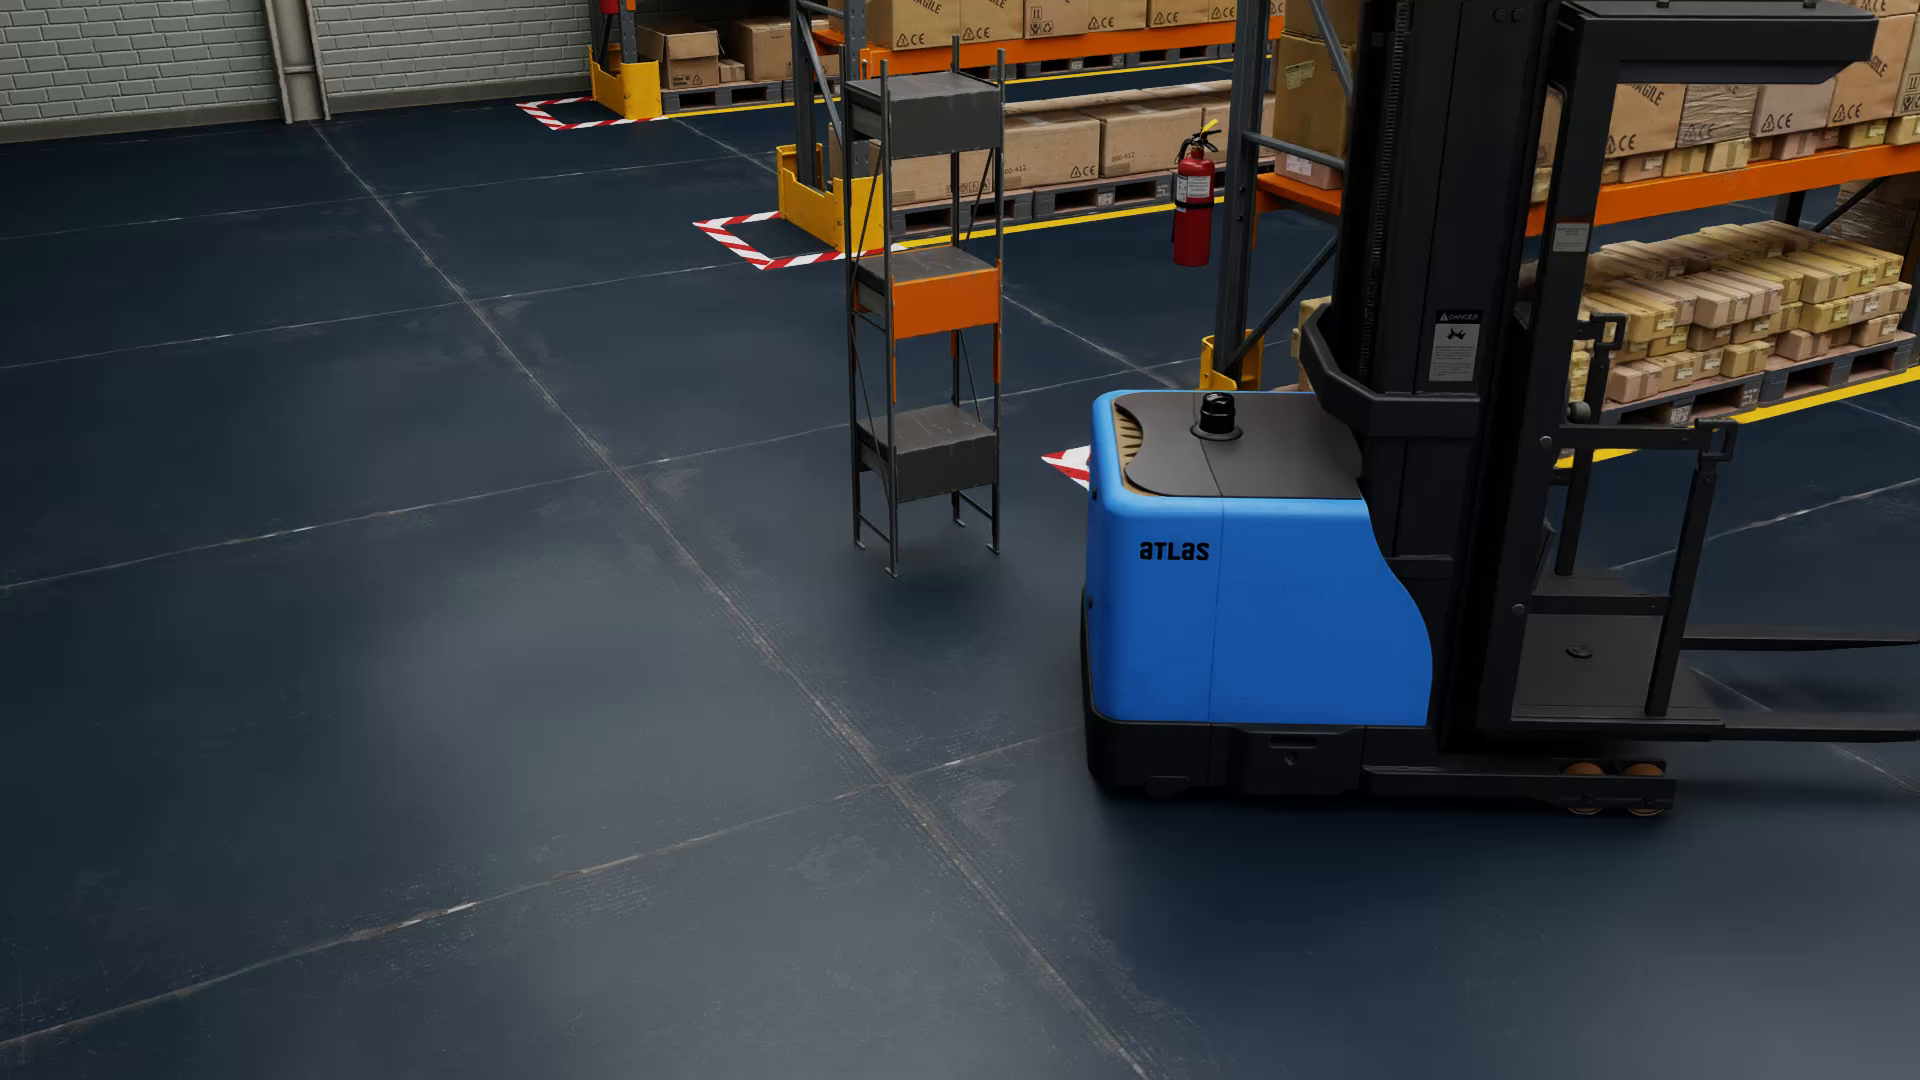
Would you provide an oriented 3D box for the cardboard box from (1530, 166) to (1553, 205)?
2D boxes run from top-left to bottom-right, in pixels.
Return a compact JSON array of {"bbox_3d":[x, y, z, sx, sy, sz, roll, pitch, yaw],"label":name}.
[{"bbox_3d":[2.429,-1.614,7.437,0.250,0.149,0.380,-14,29,-27],"label":"cardboard box"}]

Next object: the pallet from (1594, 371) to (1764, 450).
[{"bbox_3d":[3.397,-0.842,8.760,1.213,0.211,1.003,-13,29,-25],"label":"pallet"}]

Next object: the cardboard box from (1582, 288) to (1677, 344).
[{"bbox_3d":[3.296,-1.110,8.217,0.250,0.149,0.380,-13,28,-24],"label":"cardboard box"}]

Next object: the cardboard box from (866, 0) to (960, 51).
[{"bbox_3d":[-0.338,-3.588,11.142,0.500,0.500,0.500,-13,29,-25],"label":"cardboard box"}]

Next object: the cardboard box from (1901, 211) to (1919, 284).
[{"bbox_3d":[5.828,-1.611,9.543,0.500,0.500,0.500,-12,28,-23],"label":"cardboard box"}]

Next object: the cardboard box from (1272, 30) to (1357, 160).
[{"bbox_3d":[1.797,-2.054,7.603,0.500,0.500,0.500,-12,28,-24],"label":"cardboard box"}]

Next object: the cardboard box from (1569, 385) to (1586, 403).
[{"bbox_3d":[2.820,-0.721,8.096,0.250,0.149,0.380,-13,28,-24],"label":"cardboard box"}]

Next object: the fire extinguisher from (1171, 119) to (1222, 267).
[{"bbox_3d":[1.082,-1.607,7.651,0.183,0.674,0.296,-13,29,-25],"label":"fire extinguisher"}]

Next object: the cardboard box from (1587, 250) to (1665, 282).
[{"bbox_3d":[3.495,-1.408,8.837,0.250,0.149,0.380,-14,29,-27],"label":"cardboard box"}]

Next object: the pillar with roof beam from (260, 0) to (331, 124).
[{"bbox_3d":[-4.013,-6.305,9.985,0.400,9.000,9.100,-13,29,-25],"label":"pillar with roof beam"}]

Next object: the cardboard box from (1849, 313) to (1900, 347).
[{"bbox_3d":[4.865,-1.194,9.079,0.250,0.149,0.380,-13,28,-24],"label":"cardboard box"}]

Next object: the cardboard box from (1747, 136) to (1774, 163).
[{"bbox_3d":[3.755,-1.972,8.181,0.250,0.149,0.380,-13,29,-26],"label":"cardboard box"}]

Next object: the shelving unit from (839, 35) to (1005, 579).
[{"bbox_3d":[-0.146,-0.913,6.725,0.503,2.100,0.431,-13,29,-25],"label":"shelving unit"}]

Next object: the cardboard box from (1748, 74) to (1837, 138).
[{"bbox_3d":[3.859,-2.266,8.045,0.500,0.500,0.500,-13,29,-25],"label":"cardboard box"}]

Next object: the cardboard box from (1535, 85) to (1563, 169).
[{"bbox_3d":[2.508,-1.969,7.426,0.500,0.500,0.500,-13,29,-25],"label":"cardboard box"}]

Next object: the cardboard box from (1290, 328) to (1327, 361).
[{"bbox_3d":[1.853,-0.940,8.206,0.250,0.149,0.380,-14,29,-26],"label":"cardboard box"}]

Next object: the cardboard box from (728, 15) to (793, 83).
[{"bbox_3d":[-1.879,-4.760,16.101,0.500,0.500,0.700,-12,28,-23],"label":"cardboard box"}]

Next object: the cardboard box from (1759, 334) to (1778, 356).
[{"bbox_3d":[4.104,-1.087,8.857,0.250,0.149,0.380,-14,29,-26],"label":"cardboard box"}]

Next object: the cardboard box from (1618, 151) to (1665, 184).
[{"bbox_3d":[3.075,-1.805,7.834,0.250,0.149,0.380,-14,29,-26],"label":"cardboard box"}]

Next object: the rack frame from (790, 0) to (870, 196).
[{"bbox_3d":[-0.897,-3.555,11.188,0.127,3.000,1.000,-13,29,-25],"label":"rack frame"}]

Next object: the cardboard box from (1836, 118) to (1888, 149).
[{"bbox_3d":[4.469,-2.113,8.476,0.250,0.149,0.380,-12,28,-23],"label":"cardboard box"}]

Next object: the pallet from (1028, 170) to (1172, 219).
[{"bbox_3d":[0.847,-2.737,12.707,1.213,0.211,1.003,-13,29,-25],"label":"pallet"}]

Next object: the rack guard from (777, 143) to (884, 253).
[{"bbox_3d":[-0.918,-2.423,11.719,0.348,0.500,1.175,-13,29,-25],"label":"rack guard"}]

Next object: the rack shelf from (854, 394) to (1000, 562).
[{"bbox_3d":[-0.146,-0.270,7.034,0.480,0.518,0.431,-13,29,-25],"label":"rack shelf"}]

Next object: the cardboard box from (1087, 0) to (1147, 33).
[{"bbox_3d":[0.986,-3.907,11.806,0.500,0.500,0.500,-12,28,-23],"label":"cardboard box"}]

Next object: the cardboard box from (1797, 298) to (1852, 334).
[{"bbox_3d":[4.462,-1.231,8.813,0.250,0.149,0.380,-14,29,-27],"label":"cardboard box"}]

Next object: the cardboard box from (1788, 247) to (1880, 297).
[{"bbox_3d":[4.653,-1.433,8.890,0.250,0.149,0.380,-13,28,-24],"label":"cardboard box"}]

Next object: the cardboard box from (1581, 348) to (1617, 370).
[{"bbox_3d":[3.014,-0.951,8.230,0.250,0.149,0.380,-14,29,-28],"label":"cardboard box"}]

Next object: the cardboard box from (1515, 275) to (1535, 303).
[{"bbox_3d":[2.756,-1.297,8.607,0.250,0.149,0.380,-12,28,-23],"label":"cardboard box"}]

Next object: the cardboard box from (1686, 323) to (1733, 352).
[{"bbox_3d":[3.733,-1.111,8.564,0.250,0.149,0.380,-14,29,-28],"label":"cardboard box"}]

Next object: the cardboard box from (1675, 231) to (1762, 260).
[{"bbox_3d":[4.179,-1.577,9.190,0.250,0.149,0.380,-13,29,-26],"label":"cardboard box"}]

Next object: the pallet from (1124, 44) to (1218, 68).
[{"bbox_3d":[2.071,-5.438,18.332,1.213,0.211,1.003,-13,29,-25],"label":"pallet"}]

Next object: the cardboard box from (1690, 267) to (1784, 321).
[{"bbox_3d":[3.975,-1.266,8.542,0.250,0.149,0.380,-15,29,-28],"label":"cardboard box"}]

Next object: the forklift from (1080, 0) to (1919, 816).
[{"bbox_3d":[1.953,-0.662,5.243,3.031,2.935,1.130,1,26,2],"label":"forklift"}]

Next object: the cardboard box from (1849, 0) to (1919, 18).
[{"bbox_3d":[4.310,-2.823,8.050,0.500,0.500,0.500,-14,29,-27],"label":"cardboard box"}]

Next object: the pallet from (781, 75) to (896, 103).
[{"bbox_3d":[-1.391,-4.617,16.624,1.213,0.211,1.003,-13,29,-25],"label":"pallet"}]

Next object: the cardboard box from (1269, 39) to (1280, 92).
[{"bbox_3d":[3.142,-3.758,13.581,0.875,0.875,0.875,-12,28,-24],"label":"cardboard box"}]

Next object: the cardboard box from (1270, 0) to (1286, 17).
[{"bbox_3d":[2.344,-4.222,12.463,0.500,0.500,0.500,-13,28,-25],"label":"cardboard box"}]

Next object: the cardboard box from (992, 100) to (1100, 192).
[{"bbox_3d":[0.442,-2.951,12.406,0.875,0.438,0.875,-12,28,-24],"label":"cardboard box"}]

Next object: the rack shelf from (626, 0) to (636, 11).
[{"bbox_3d":[-1.471,-5.533,16.139,4.000,0.370,1.077,-13,29,-25],"label":"rack shelf"}]

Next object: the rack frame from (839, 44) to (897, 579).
[{"bbox_3d":[-0.361,-0.863,6.622,0.015,2.100,0.400,-13,29,-25],"label":"rack frame"}]

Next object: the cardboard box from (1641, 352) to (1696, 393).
[{"bbox_3d":[3.493,-0.894,8.454,0.250,0.149,0.380,-13,29,-25],"label":"cardboard box"}]
